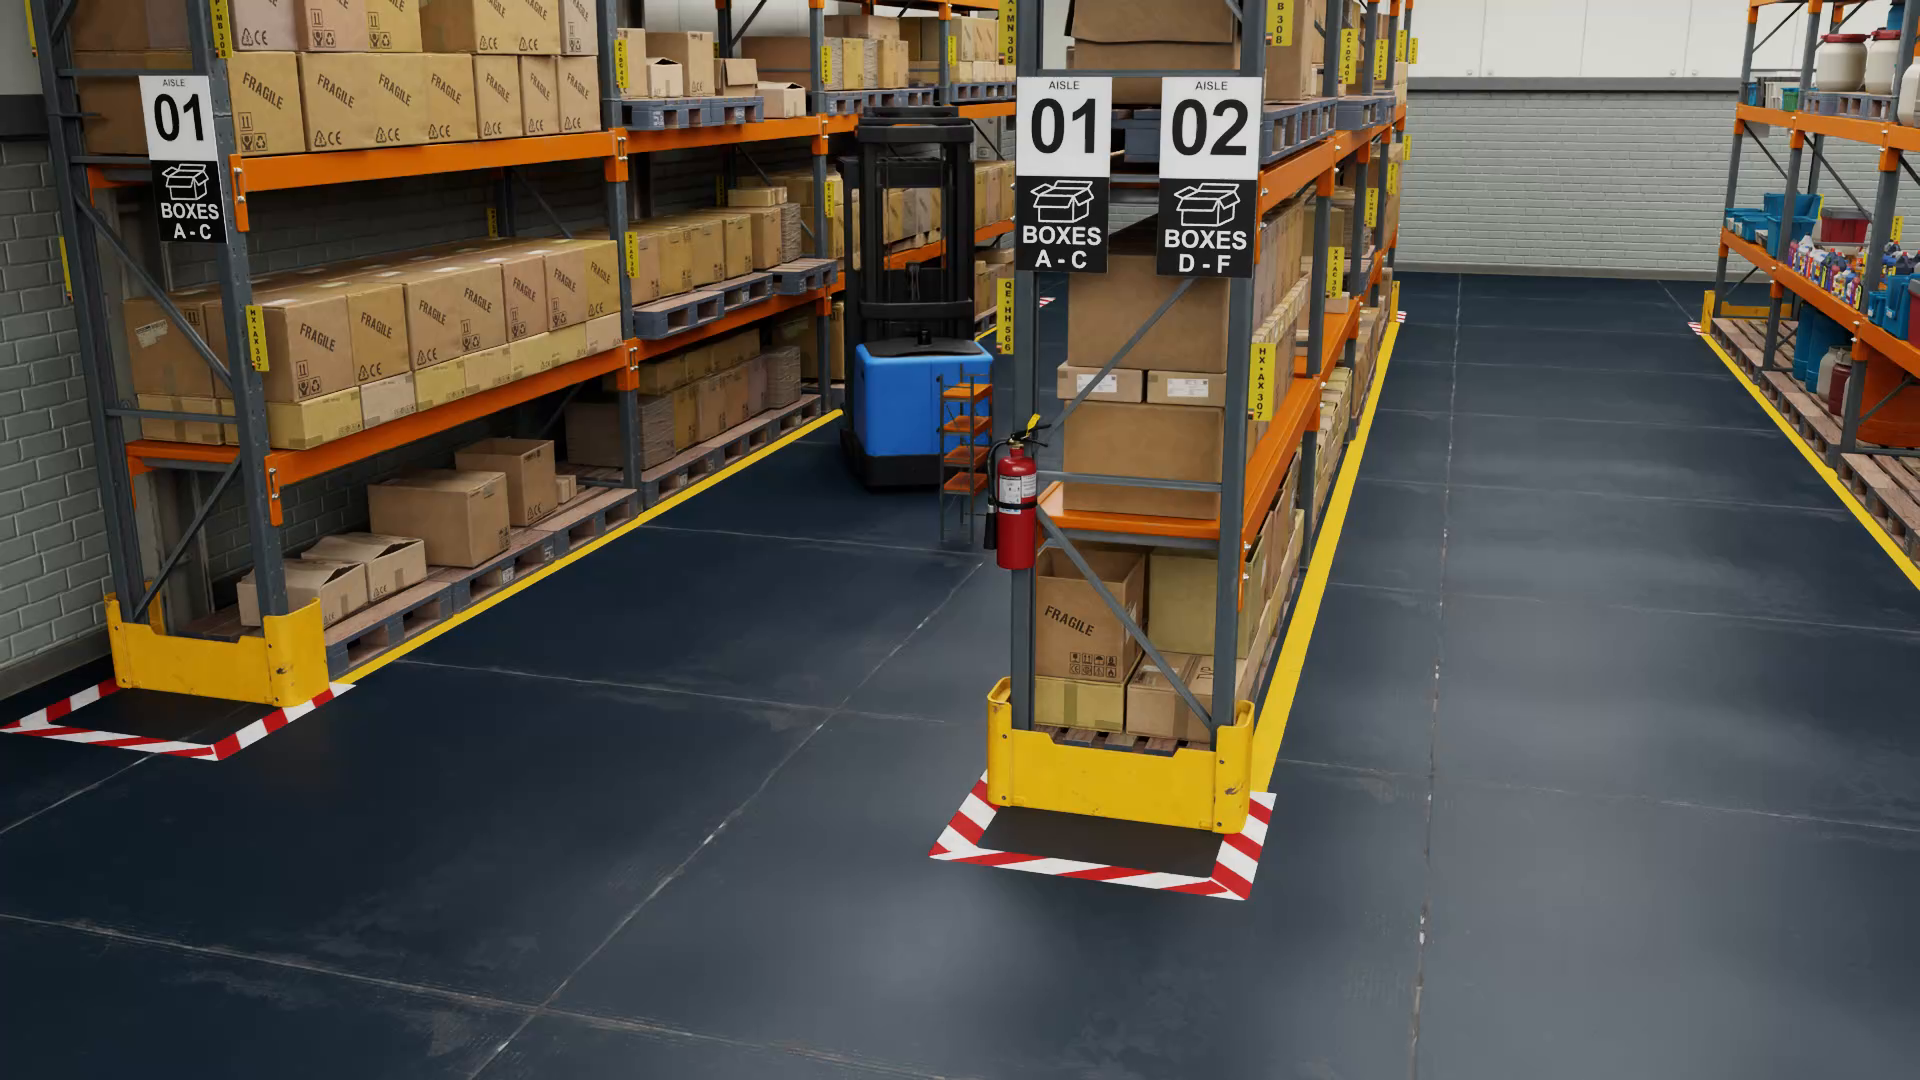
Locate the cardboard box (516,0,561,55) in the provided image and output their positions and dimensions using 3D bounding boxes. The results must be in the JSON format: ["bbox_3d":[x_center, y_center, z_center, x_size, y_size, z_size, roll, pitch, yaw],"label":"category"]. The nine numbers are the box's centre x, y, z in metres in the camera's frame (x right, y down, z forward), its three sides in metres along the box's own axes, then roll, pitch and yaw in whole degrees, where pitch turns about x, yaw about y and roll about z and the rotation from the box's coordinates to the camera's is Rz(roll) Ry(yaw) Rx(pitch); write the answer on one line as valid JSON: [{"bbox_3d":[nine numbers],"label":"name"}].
[{"bbox_3d":[-2.918,-3.362,10.634,0.500,0.500,0.500,6,17,19],"label":"cardboard box"}]

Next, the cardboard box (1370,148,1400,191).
[{"bbox_3d":[4.977,-4.422,19.906,0.500,0.500,0.500,5,17,18],"label":"cardboard box"}]

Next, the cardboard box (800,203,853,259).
[{"bbox_3d":[-1.369,-3.031,16.255,0.500,0.500,0.500,5,17,18],"label":"cardboard box"}]

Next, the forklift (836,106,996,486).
[{"bbox_3d":[-0.460,-2.191,14.181,1.130,2.935,3.031,-3,16,-9],"label":"forklift"}]

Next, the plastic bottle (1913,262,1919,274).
[{"bbox_3d":[8.573,-2.346,14.832,0.152,0.276,0.135,5,16,16],"label":"plastic bottle"}]

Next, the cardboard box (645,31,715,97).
[{"bbox_3d":[-2.307,-3.829,13.384,0.500,0.500,0.500,4,16,14],"label":"cardboard box"}]

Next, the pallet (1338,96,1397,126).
[{"bbox_3d":[2.891,-3.508,13.549,1.213,0.211,1.003,5,17,18],"label":"pallet"}]

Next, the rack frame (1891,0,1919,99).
[{"bbox_3d":[7.746,-4.841,12.406,1.000,3.000,0.127,5,16,16],"label":"rack frame"}]

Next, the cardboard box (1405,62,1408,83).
[{"bbox_3d":[5.370,-5.890,20.961,0.500,0.250,0.500,5,16,16],"label":"cardboard box"}]

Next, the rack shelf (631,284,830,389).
[{"bbox_3d":[-2.321,-1.854,14.187,1.077,0.370,4.000,5,16,16],"label":"rack shelf"}]

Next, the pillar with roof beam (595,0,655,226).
[{"bbox_3d":[1.176,-5.003,12.975,9.100,9.000,0.400,5,16,16],"label":"pillar with roof beam"}]

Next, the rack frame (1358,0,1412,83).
[{"bbox_3d":[5.271,-7.319,21.143,1.000,3.000,0.127,5,16,16],"label":"rack frame"}]

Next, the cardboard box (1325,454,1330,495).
[{"bbox_3d":[2.504,-0.528,12.465,0.500,0.250,0.500,4,16,14],"label":"cardboard box"}]

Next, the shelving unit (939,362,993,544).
[{"bbox_3d":[0.047,-0.621,11.818,0.258,1.200,0.503,5,16,16],"label":"shelving unit"}]

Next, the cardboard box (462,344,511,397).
[{"bbox_3d":[-3.153,-1.073,10.352,0.500,0.250,0.500,5,17,16],"label":"cardboard box"}]

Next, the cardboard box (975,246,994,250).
[{"bbox_3d":[0.261,-3.985,23.005,0.380,0.149,0.250,5,17,16],"label":"cardboard box"}]

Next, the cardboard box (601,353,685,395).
[{"bbox_3d":[-2.574,-1.356,13.513,0.500,0.250,0.500,4,16,15],"label":"cardboard box"}]

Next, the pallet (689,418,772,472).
[{"bbox_3d":[-2.325,-0.859,14.472,1.003,0.211,1.213,5,16,16],"label":"pallet"}]

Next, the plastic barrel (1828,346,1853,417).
[{"bbox_3d":[8.189,-1.422,14.994,0.600,0.588,0.708,5,16,16],"label":"plastic barrel"}]

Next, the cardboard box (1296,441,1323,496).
[{"bbox_3d":[2.217,-0.531,11.448,0.500,0.311,0.500,5,16,16],"label":"cardboard box"}]

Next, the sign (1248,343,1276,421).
[{"bbox_3d":[1.255,-0.657,6.917,0.100,0.325,0.005,5,16,16],"label":"sign"}]

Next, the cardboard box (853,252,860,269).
[{"bbox_3d":[-1.200,-2.808,16.657,0.380,0.149,0.250,5,17,18],"label":"cardboard box"}]

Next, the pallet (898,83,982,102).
[{"bbox_3d":[-0.373,-5.383,19.978,1.003,0.211,1.213,5,16,16],"label":"pallet"}]

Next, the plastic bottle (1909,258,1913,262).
[{"bbox_3d":[8.626,-2.425,15.119,0.097,0.271,0.097,0,16,0],"label":"plastic bottle"}]

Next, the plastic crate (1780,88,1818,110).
[{"bbox_3d":[8.835,-4.627,17.455,0.416,0.233,0.300,5,16,16],"label":"plastic crate"}]

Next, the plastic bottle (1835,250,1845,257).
[{"bbox_3d":[8.268,-2.596,15.713,0.152,0.276,0.135,5,16,16],"label":"plastic bottle"}]

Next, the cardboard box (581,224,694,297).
[{"bbox_3d":[-2.546,-2.213,13.144,0.700,0.500,0.500,6,17,22],"label":"cardboard box"}]

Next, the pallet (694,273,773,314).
[{"bbox_3d":[-2.276,-2.110,14.123,1.003,0.211,1.213,5,16,16],"label":"pallet"}]

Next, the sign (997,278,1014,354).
[{"bbox_3d":[0.208,-0.964,7.174,0.100,0.325,0.005,5,16,16],"label":"sign"}]

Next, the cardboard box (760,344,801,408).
[{"bbox_3d":[-1.907,-1.540,15.536,0.700,0.500,0.500,5,17,17],"label":"cardboard box"}]

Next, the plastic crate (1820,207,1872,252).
[{"bbox_3d":[9.377,-3.275,17.653,0.402,0.464,0.583,5,16,16],"label":"plastic crate"}]

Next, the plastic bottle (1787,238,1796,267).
[{"bbox_3d":[8.369,-2.883,16.709,0.061,0.283,0.133,5,16,16],"label":"plastic bottle"}]

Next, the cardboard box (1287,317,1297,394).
[{"bbox_3d":[1.741,-1.225,10.468,0.700,0.500,0.500,4,16,14],"label":"cardboard box"}]

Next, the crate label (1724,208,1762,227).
[{"bbox_3d":[9.634,-3.957,20.481,0.416,0.233,0.303,5,16,16],"label":"crate label"}]

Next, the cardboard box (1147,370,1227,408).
[{"bbox_3d":[1.042,-0.693,7.404,0.380,0.149,0.250,5,16,15],"label":"cardboard box"}]

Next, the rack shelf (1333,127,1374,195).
[{"bbox_3d":[2.429,-2.914,12.427,1.077,0.370,4.000,5,16,16],"label":"rack shelf"}]

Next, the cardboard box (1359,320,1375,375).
[{"bbox_3d":[3.978,-1.985,17.104,0.500,0.500,0.500,5,17,17],"label":"cardboard box"}]

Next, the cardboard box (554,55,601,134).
[{"bbox_3d":[-2.797,-3.026,11.283,0.500,0.500,0.500,5,17,17],"label":"cardboard box"}]

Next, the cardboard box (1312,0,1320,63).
[{"bbox_3d":[2.074,-3.386,10.903,0.500,0.500,0.500,5,17,17],"label":"cardboard box"}]

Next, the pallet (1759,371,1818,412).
[{"bbox_3d":[8.623,-1.461,16.595,1.003,0.211,1.213,5,16,16],"label":"pallet"}]

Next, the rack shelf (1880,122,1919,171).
[{"bbox_3d":[7.177,-2.529,11.069,1.077,0.370,4.000,5,16,16],"label":"rack shelf"}]

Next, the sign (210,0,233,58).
[{"bbox_3d":[-3.506,-2.452,7.878,0.100,0.325,0.005,5,16,16],"label":"sign"}]

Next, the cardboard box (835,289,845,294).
[{"bbox_3d":[-1.163,-2.302,17.618,0.750,0.750,0.750,5,16,16],"label":"cardboard box"}]

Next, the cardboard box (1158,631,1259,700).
[{"bbox_3d":[1.229,0.620,8.417,0.500,0.250,0.500,5,16,16],"label":"cardboard box"}]

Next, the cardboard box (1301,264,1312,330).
[{"bbox_3d":[2.387,-1.810,12.531,0.500,0.500,0.500,5,16,16],"label":"cardboard box"}]

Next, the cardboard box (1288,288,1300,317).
[{"bbox_3d":[1.845,-1.433,10.012,0.380,0.149,0.250,4,16,14],"label":"cardboard box"}]

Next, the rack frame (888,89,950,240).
[{"bbox_3d":[-0.616,-3.770,19.623,1.000,3.000,0.127,5,16,16],"label":"rack frame"}]

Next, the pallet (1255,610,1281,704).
[{"bbox_3d":[1.250,0.573,9.423,1.003,0.211,1.213,5,16,16],"label":"pallet"}]

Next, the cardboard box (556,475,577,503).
[{"bbox_3d":[-3.013,-0.383,12.069,0.380,0.166,0.250,2,16,9],"label":"cardboard box"}]

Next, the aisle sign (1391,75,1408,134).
[{"bbox_3d":[5.584,-5.678,21.586,0.394,0.787,0.004,5,16,16],"label":"aisle sign"}]

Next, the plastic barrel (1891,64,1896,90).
[{"bbox_3d":[7.910,-3.825,13.806,0.301,0.262,0.301,0,16,0],"label":"plastic barrel"}]

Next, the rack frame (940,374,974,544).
[{"bbox_3d":[-0.022,-0.557,11.593,0.240,1.200,0.015,5,16,16],"label":"rack frame"}]

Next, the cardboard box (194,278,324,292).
[{"bbox_3d":[-3.944,-1.199,9.424,0.500,0.500,0.500,5,17,17],"label":"cardboard box"}]

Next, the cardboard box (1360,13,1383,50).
[{"bbox_3d":[4.236,-5.489,18.172,0.700,0.500,0.500,5,16,16],"label":"cardboard box"}]

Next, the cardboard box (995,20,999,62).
[{"bbox_3d":[0.281,-6.318,21.059,0.500,0.500,0.500,4,16,13],"label":"cardboard box"}]

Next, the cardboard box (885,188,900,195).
[{"bbox_3d":[-0.947,-3.789,17.553,0.500,0.250,0.500,4,16,15],"label":"cardboard box"}]

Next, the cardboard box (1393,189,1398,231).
[{"bbox_3d":[5.114,-4.077,20.522,0.500,0.500,0.500,5,17,16],"label":"cardboard box"}]

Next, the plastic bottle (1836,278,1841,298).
[{"bbox_3d":[7.706,-2.215,14.505,0.097,0.201,0.097,0,16,0],"label":"plastic bottle"}]

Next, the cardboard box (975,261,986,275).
[{"bbox_3d":[0.115,-3.481,21.228,0.380,0.149,0.250,4,16,14],"label":"cardboard box"}]
